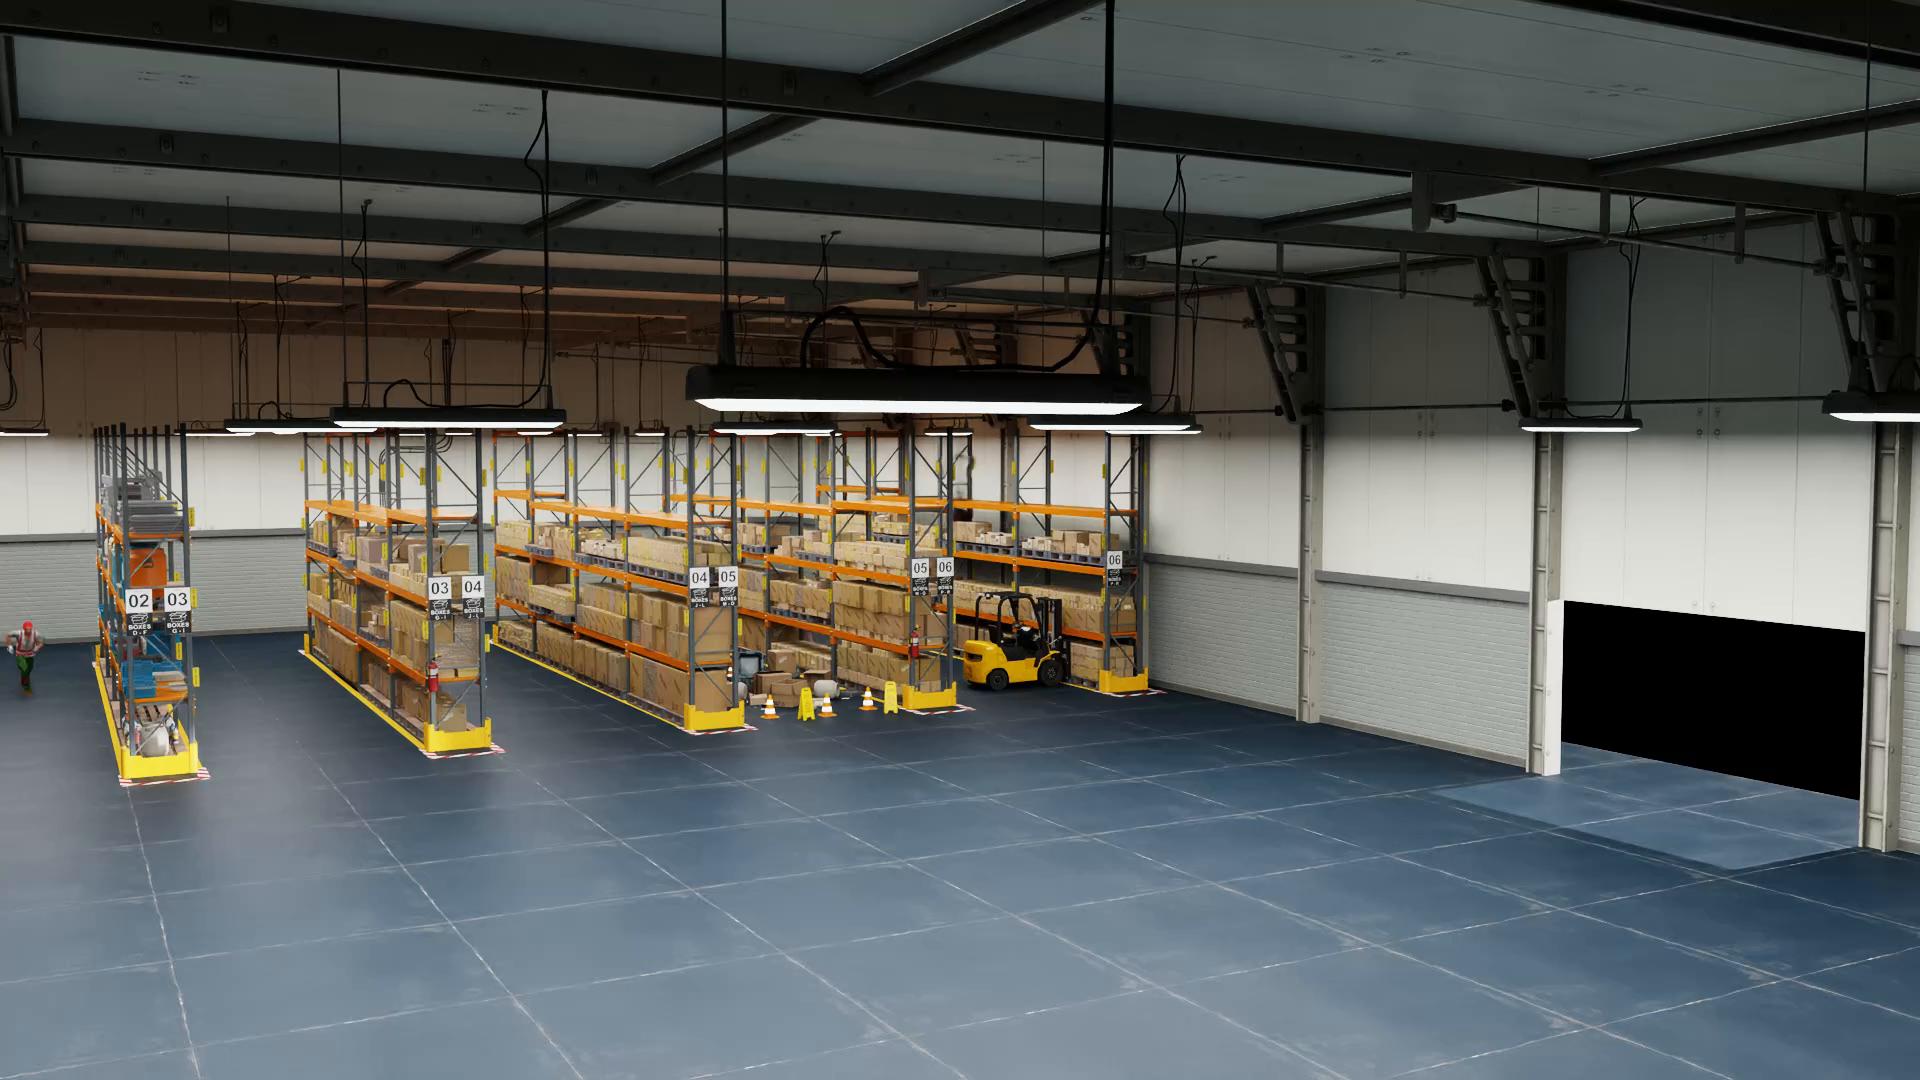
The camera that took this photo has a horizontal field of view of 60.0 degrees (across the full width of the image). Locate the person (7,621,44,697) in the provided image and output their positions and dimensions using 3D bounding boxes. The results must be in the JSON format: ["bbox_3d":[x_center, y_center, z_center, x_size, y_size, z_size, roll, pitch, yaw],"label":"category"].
[{"bbox_3d":[-20.921,2.651,37.209,0.706,1.731,1.052,-3,4,-39],"label":"person"}]

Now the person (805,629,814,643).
[{"bbox_3d":[-4.202,2.166,45.060,0.526,1.712,0.775,-2,4,-31],"label":"person"}]
